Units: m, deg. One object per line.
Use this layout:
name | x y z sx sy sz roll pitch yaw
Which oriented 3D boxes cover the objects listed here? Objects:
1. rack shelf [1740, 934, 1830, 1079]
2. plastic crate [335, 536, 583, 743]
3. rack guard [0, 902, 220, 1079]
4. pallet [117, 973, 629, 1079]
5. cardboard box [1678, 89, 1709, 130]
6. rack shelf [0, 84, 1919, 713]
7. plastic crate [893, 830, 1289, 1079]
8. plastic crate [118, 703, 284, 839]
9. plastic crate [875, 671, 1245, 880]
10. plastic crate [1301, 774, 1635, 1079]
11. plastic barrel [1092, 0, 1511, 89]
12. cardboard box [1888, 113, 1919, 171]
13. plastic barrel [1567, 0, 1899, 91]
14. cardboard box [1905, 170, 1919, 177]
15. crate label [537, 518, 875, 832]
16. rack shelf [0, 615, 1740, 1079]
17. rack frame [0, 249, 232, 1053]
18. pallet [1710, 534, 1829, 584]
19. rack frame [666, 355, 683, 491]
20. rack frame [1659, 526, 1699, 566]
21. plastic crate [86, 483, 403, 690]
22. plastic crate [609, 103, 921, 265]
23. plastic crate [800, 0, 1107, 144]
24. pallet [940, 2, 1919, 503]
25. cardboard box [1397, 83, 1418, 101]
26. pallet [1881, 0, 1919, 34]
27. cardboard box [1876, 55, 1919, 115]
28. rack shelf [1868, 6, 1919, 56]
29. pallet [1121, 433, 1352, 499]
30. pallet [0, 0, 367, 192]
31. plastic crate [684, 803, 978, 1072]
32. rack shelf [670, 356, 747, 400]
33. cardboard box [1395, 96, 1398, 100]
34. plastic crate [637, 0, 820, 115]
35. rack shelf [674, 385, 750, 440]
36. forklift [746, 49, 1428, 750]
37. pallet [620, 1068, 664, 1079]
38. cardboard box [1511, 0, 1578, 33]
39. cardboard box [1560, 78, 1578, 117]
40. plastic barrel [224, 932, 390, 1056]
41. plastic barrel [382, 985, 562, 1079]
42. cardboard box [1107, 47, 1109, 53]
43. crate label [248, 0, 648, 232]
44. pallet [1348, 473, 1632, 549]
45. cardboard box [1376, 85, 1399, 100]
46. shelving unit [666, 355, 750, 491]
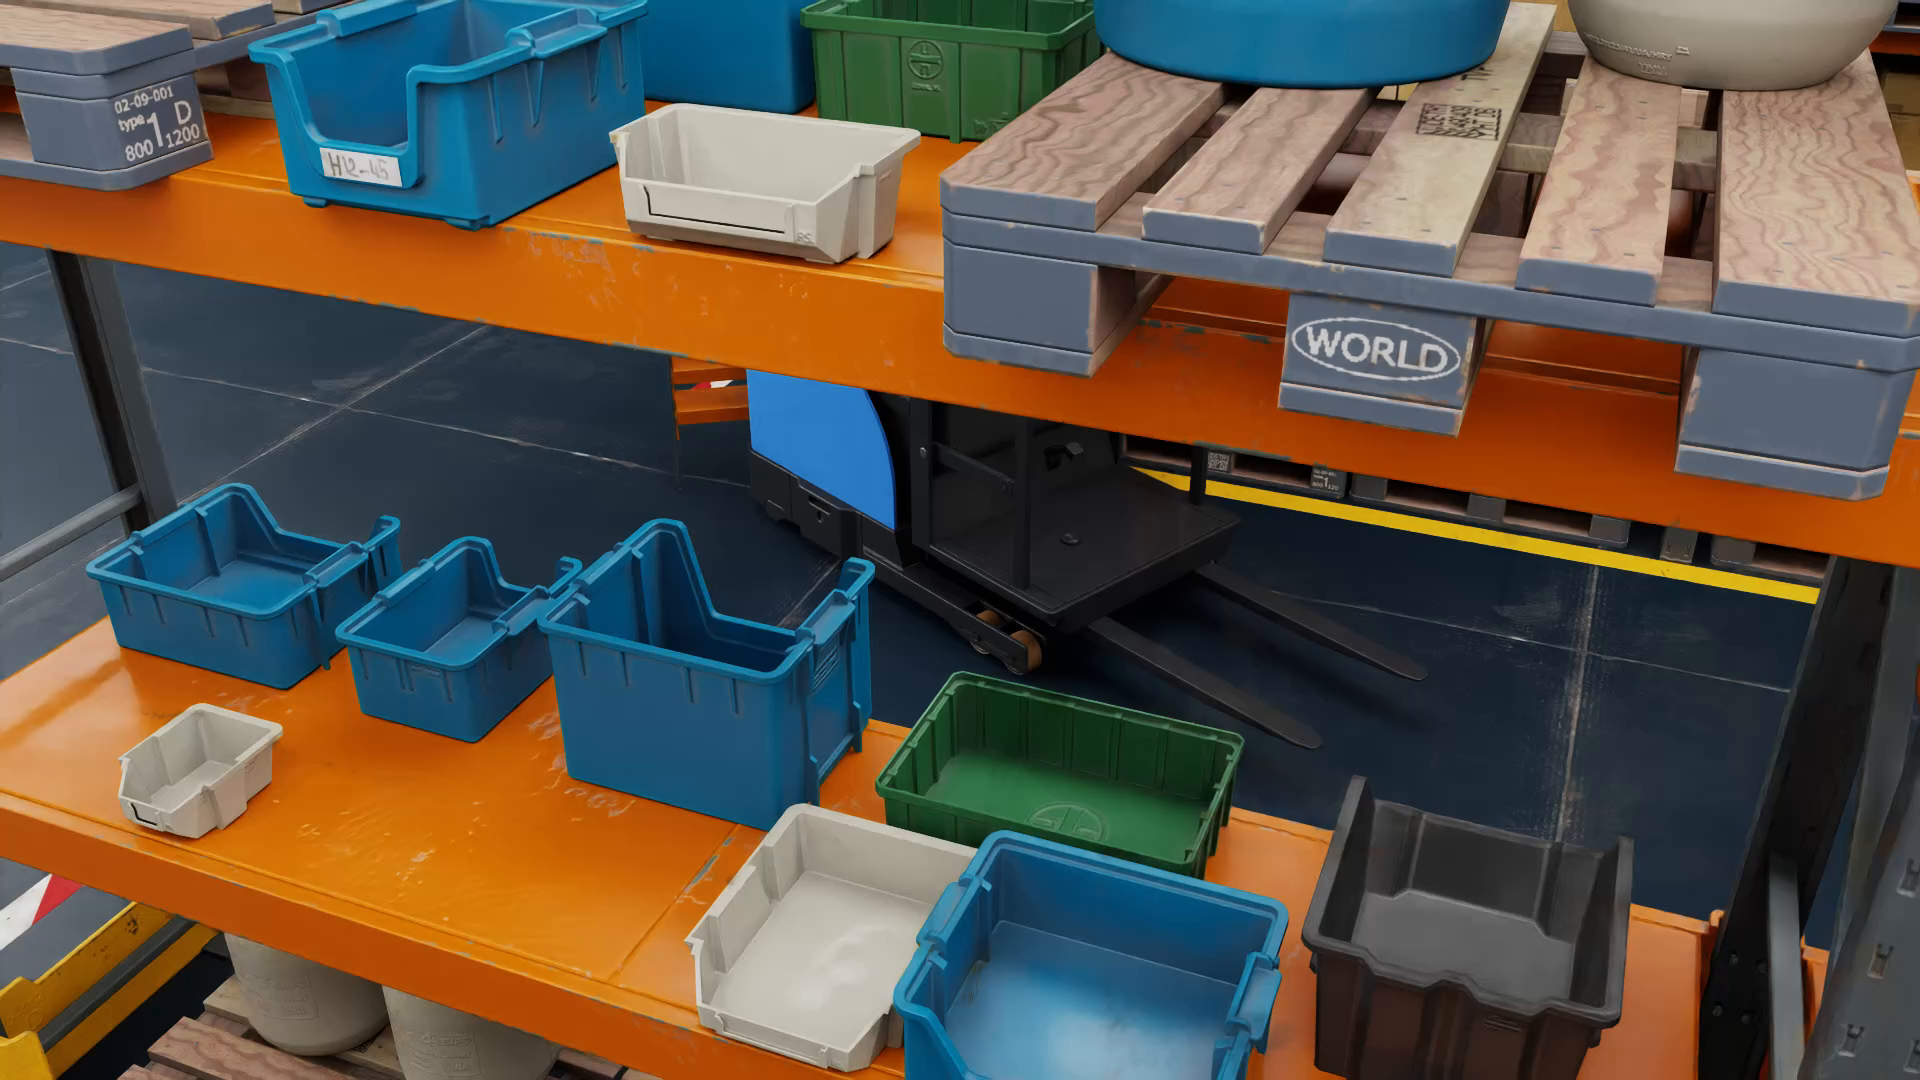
rack shelf | 3.217 1.505 2.270 4.000 0.370 1.077 11 31 19
plastic crate | -1.167 0.225 3.954 0.408 0.251 0.499 11 31 19
rack guard | -2.254 1.163 4.685 0.348 0.500 1.175 11 31 19
pallet | -1.504 1.441 4.486 1.213 0.211 1.003 11 31 19
cardboard box | 2.897 -1.715 6.474 0.250 0.149 0.380 11 31 19
rack shelf | -0.489 -0.541 2.841 4.000 0.370 1.077 11 31 19
plastic crate | 0.236 0.806 2.928 0.616 0.251 0.499 11 31 19
plastic crate | -1.634 0.509 3.569 0.250 0.136 0.298 11 31 19
plastic crate | 0.212 0.534 3.472 0.662 0.188 0.450 11 31 19
plastic crate | 0.927 0.694 3.037 0.504 0.338 0.767 11 31 19
plastic barrel | 0.482 -1.118 2.195 0.708 0.901 0.600 11 31 19
cardboard box | 6.275 -2.597 10.890 0.500 0.500 0.700 11 31 18
plastic barrel | 1.039 -0.885 2.178 0.421 0.512 0.421 0 29 0
cardboard box | 3.703 -1.300 6.653 0.500 0.250 0.500 13 32 22
crate label | -0.535 0.284 3.664 0.616 0.435 0.502 11 31 19
rack shelf | -0.489 0.765 3.579 4.000 0.370 1.077 11 31 19
rack frame | -2.342 0.082 4.057 0.127 3.000 1.000 11 31 19
pallet | 3.927 -0.104 7.219 1.213 0.211 1.003 11 31 19
rack frame | -1.306 -0.805 7.454 0.015 1.200 0.240 -6 30 -10
rack frame | 3.230 -1.436 6.742 0.127 3.000 1.000 11 31 19
plastic crate | -1.766 0.103 4.171 0.616 0.251 0.499 11 31 19
plastic crate | -0.275 -0.482 2.274 0.396 0.136 0.243 11 31 19
plastic crate | 0.004 -0.808 2.798 0.450 0.188 0.336 11 31 19
pallet | 0.659 -0.491 2.213 1.003 0.211 1.213 11 31 19
cardboard box | 1.955 -1.904 6.809 0.250 0.149 0.380 11 31 19
pallet | 5.742 -3.404 10.419 1.213 0.211 1.003 11 31 19
cardboard box | 6.187 -2.917 10.693 0.500 0.250 0.500 11 31 18
rack shelf | 6.942 -3.012 10.262 4.000 0.370 1.077 11 31 19
pallet | 1.374 -0.613 8.120 1.213 0.211 1.003 11 31 19
pallet | -1.613 -0.944 3.016 1.213 0.211 1.003 11 31 19
plastic crate | -0.236 0.752 3.140 0.437 0.136 0.530 11 31 19
rack shelf | -1.067 -0.769 7.528 0.480 0.148 0.258 -6 30 -10
cardboard box | 1.862 -1.748 7.193 0.500 0.500 0.700 12 32 20
plastic crate | -0.462 -1.002 2.941 0.575 0.384 0.392 11 31 19
rack shelf | -1.067 -0.596 7.626 0.480 0.148 0.258 -6 30 -10
forklift | 0.419 -1.046 6.122 1.130 2.935 3.031 -24 37 -36
pallet | -0.377 1.668 4.085 1.213 0.211 1.003 11 31 19
cardboard box | 2.348 -2.216 6.703 0.500 0.500 0.700 11 31 19
cardboard box | 2.425 -1.809 6.640 0.250 0.149 0.380 10 31 18
plastic barrel | -1.704 1.069 4.412 0.421 0.512 0.421 0 29 0
plastic barrel | -1.239 1.162 4.248 0.421 0.512 0.421 0 29 0
cardboard box | 0.763 -2.141 7.229 0.250 0.149 0.380 10 31 17
crate label | -0.732 -0.662 2.476 0.408 0.251 0.502 11 31 19
pallet | 2.509 -0.388 7.722 1.213 0.211 1.003 11 31 19
cardboard box | 1.721 -1.950 6.891 0.250 0.149 0.380 12 32 21
shelving unit | -1.067 -0.828 7.495 0.503 1.200 0.258 -6 30 -10
